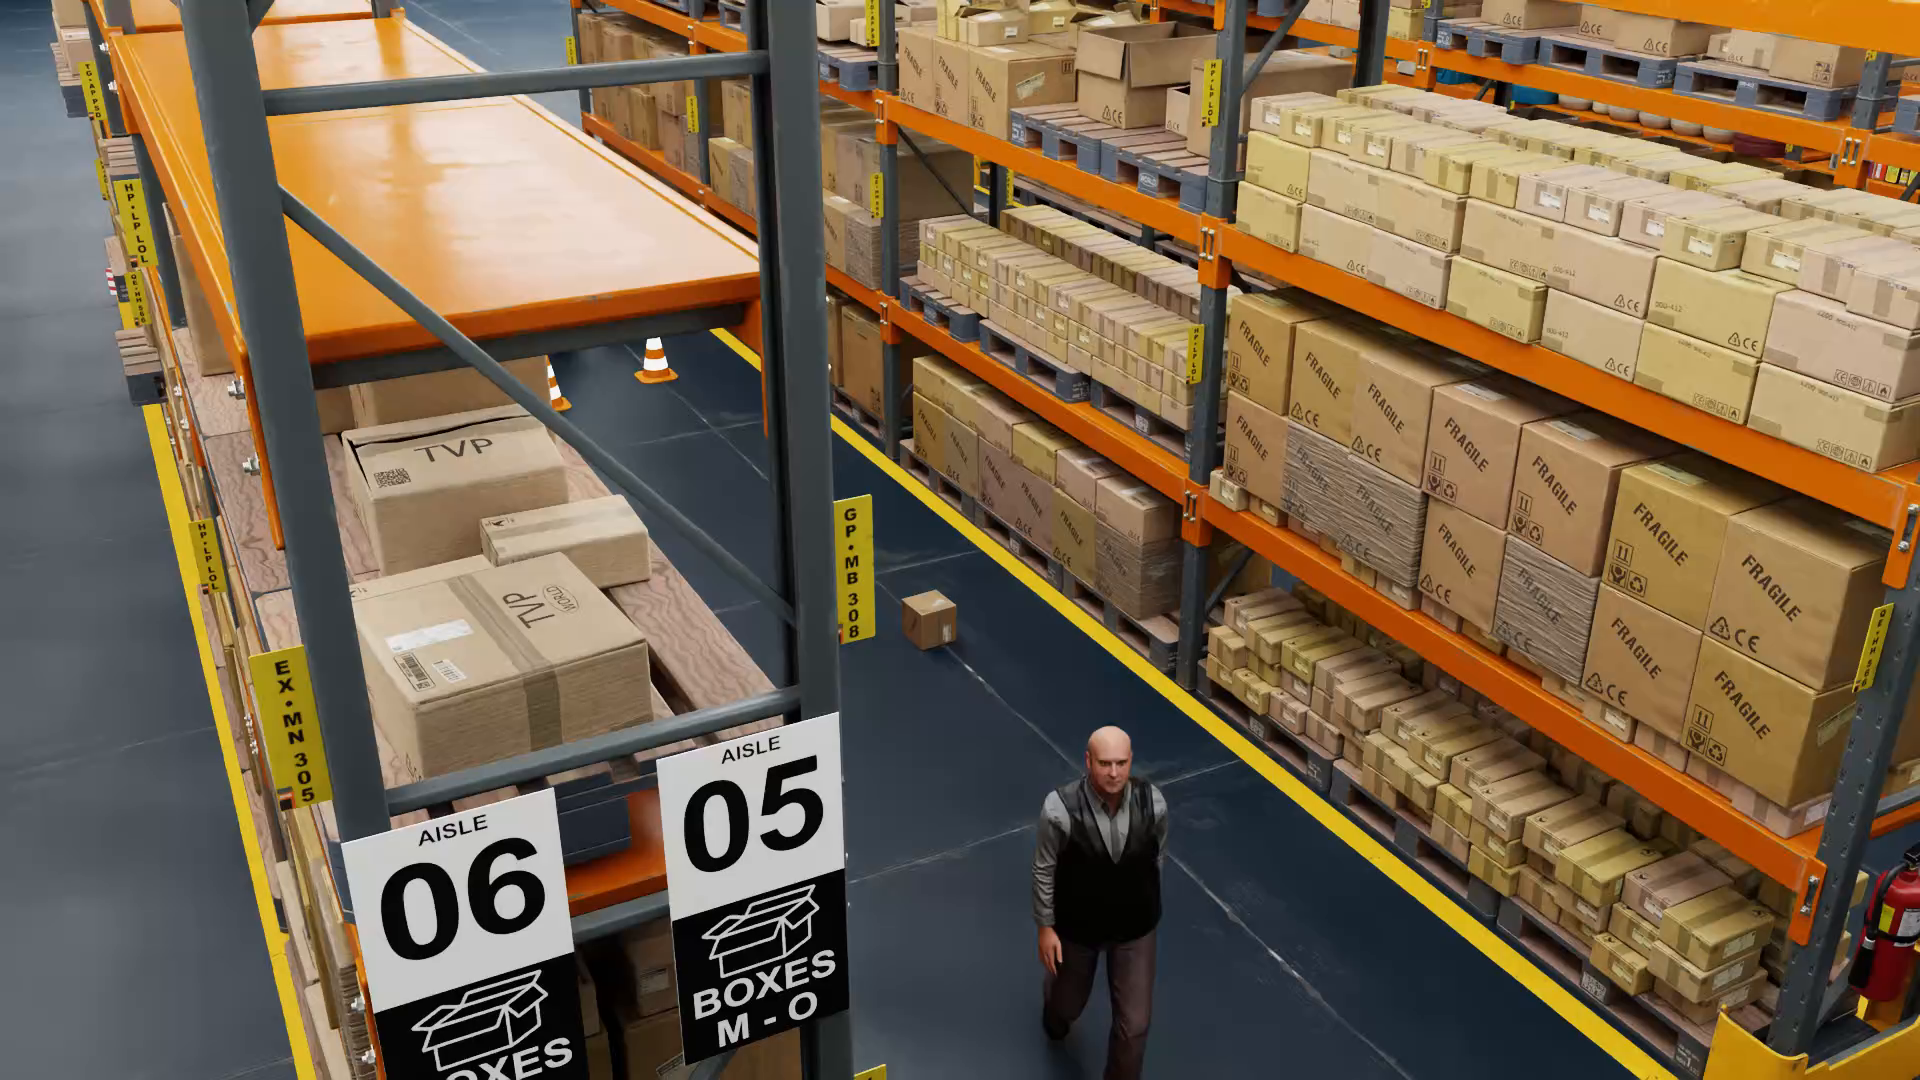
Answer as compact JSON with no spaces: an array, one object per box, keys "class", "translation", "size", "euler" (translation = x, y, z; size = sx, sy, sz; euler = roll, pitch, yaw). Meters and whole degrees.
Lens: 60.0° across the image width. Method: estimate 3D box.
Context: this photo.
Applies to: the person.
[{"class":"person","translation":[0.540,1.484,6.531],"size":[0.543,1.691,0.892],"euler":[-3,25,-6]}]
